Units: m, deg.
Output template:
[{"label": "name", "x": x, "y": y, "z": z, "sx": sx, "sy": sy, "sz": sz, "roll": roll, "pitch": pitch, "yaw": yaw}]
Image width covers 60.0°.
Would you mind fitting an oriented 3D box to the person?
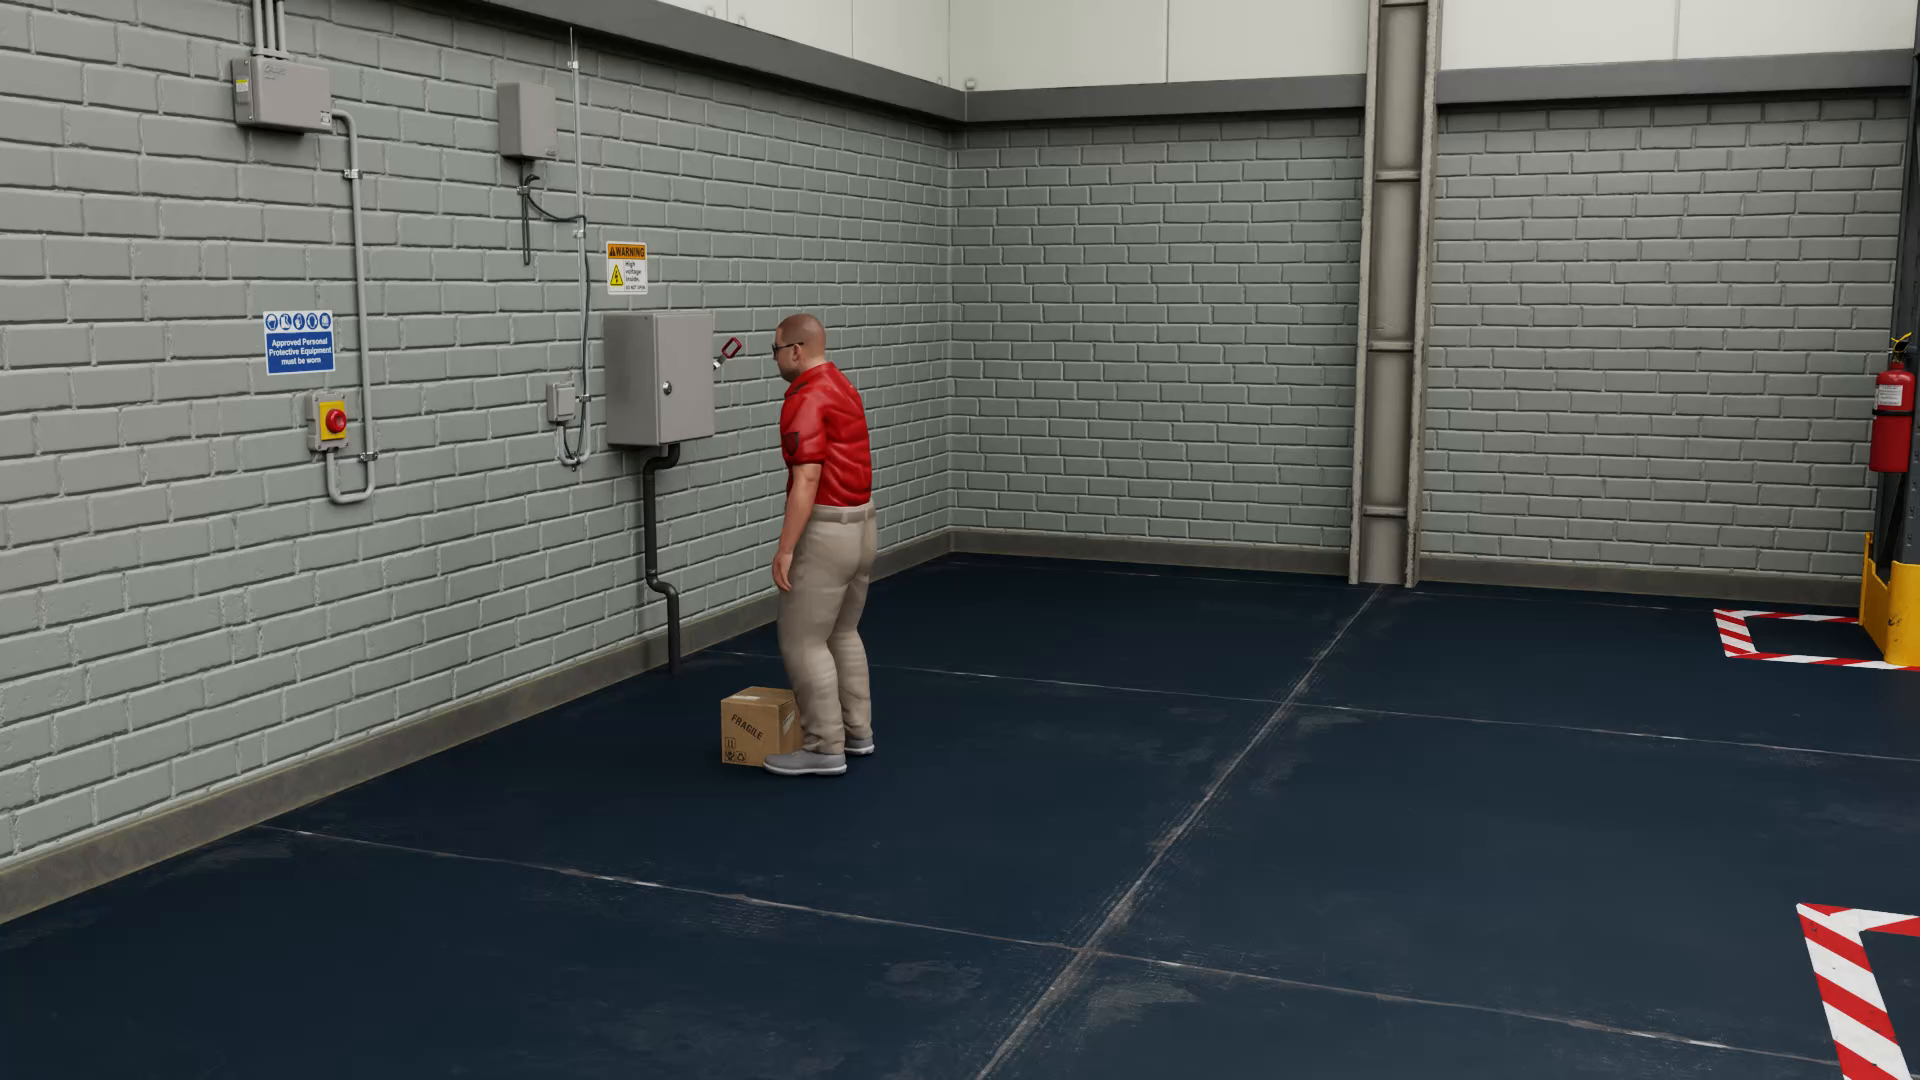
[{"label": "person", "x": -0.526, "y": 0.058, "z": 6.309, "sx": 0.384, "sy": 1.638, "sz": 0.601, "roll": 3, "pitch": 9, "yaw": 19}]
